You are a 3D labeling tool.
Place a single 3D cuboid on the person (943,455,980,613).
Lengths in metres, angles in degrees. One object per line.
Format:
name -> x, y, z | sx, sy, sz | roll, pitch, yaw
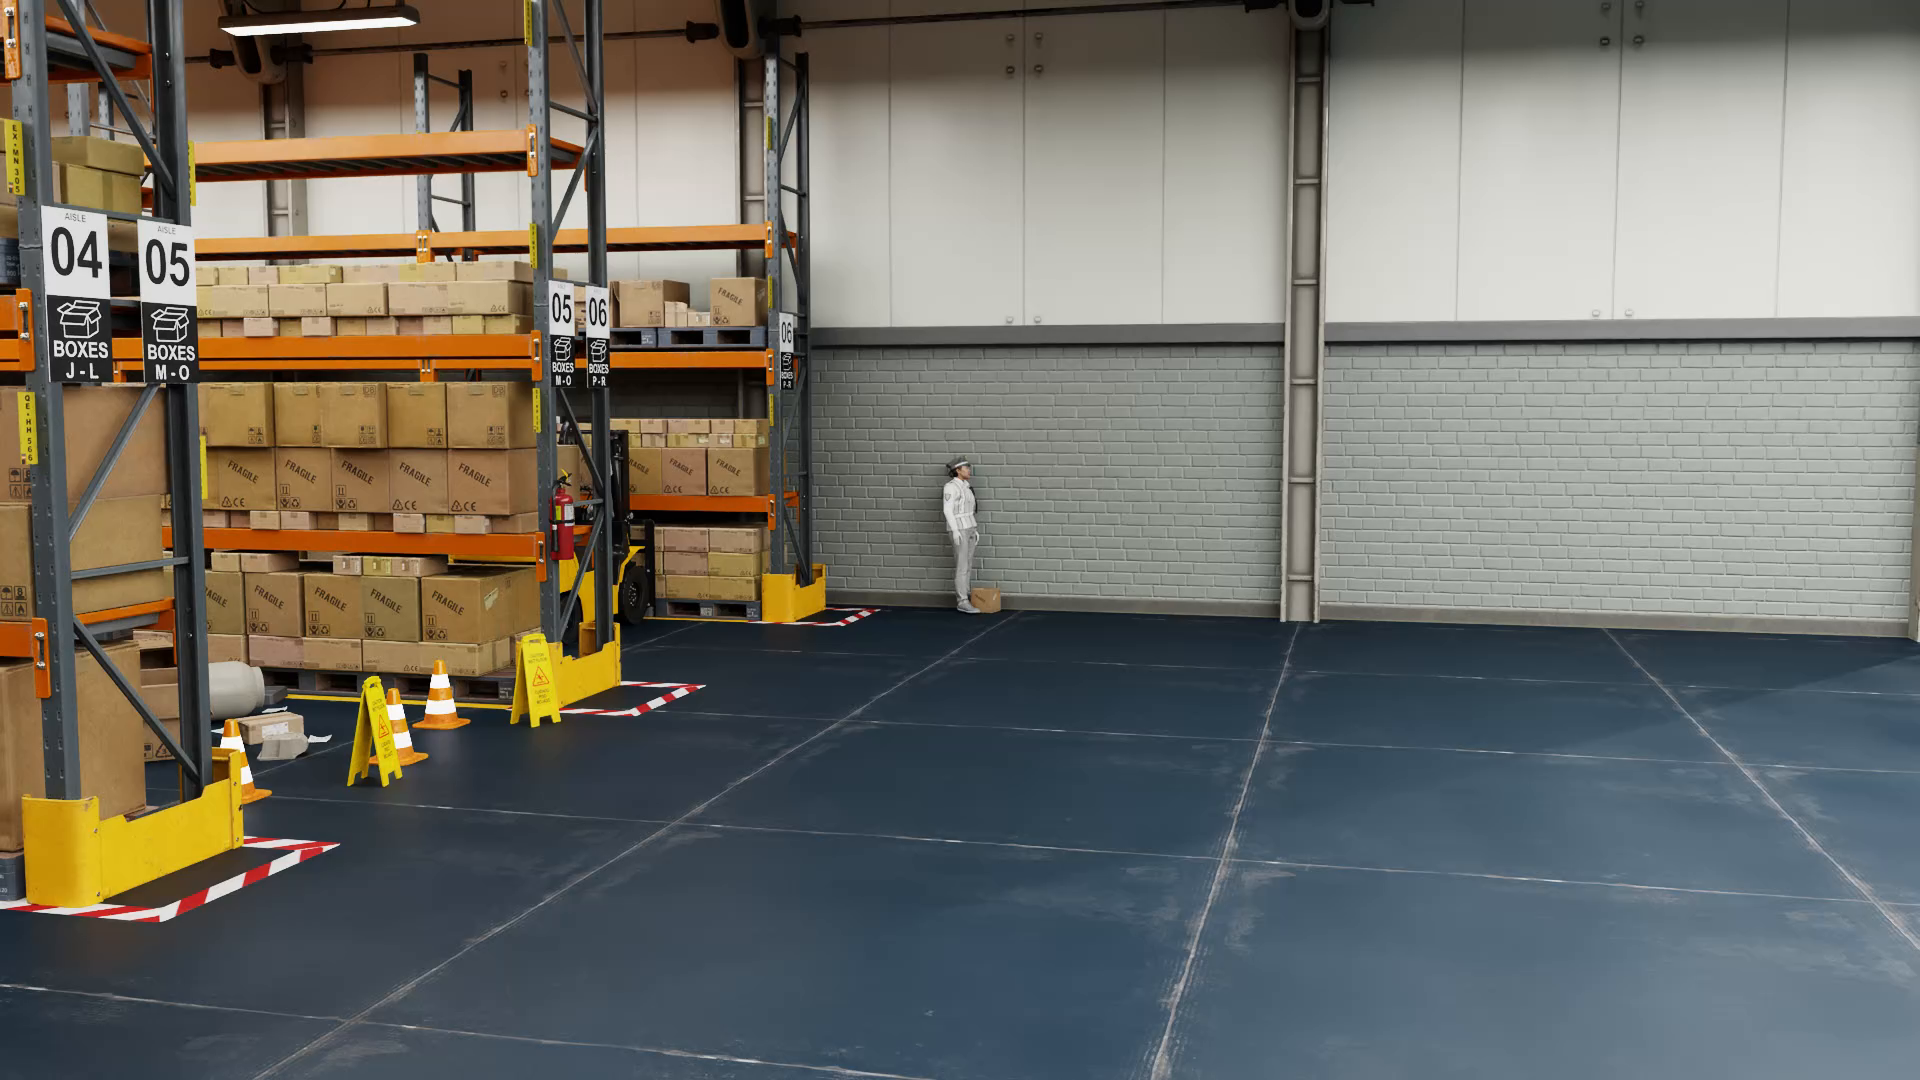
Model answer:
person -> 0.083, -0.079, 18.161 | 0.534, 1.696, 0.587 | 2, 6, 27
